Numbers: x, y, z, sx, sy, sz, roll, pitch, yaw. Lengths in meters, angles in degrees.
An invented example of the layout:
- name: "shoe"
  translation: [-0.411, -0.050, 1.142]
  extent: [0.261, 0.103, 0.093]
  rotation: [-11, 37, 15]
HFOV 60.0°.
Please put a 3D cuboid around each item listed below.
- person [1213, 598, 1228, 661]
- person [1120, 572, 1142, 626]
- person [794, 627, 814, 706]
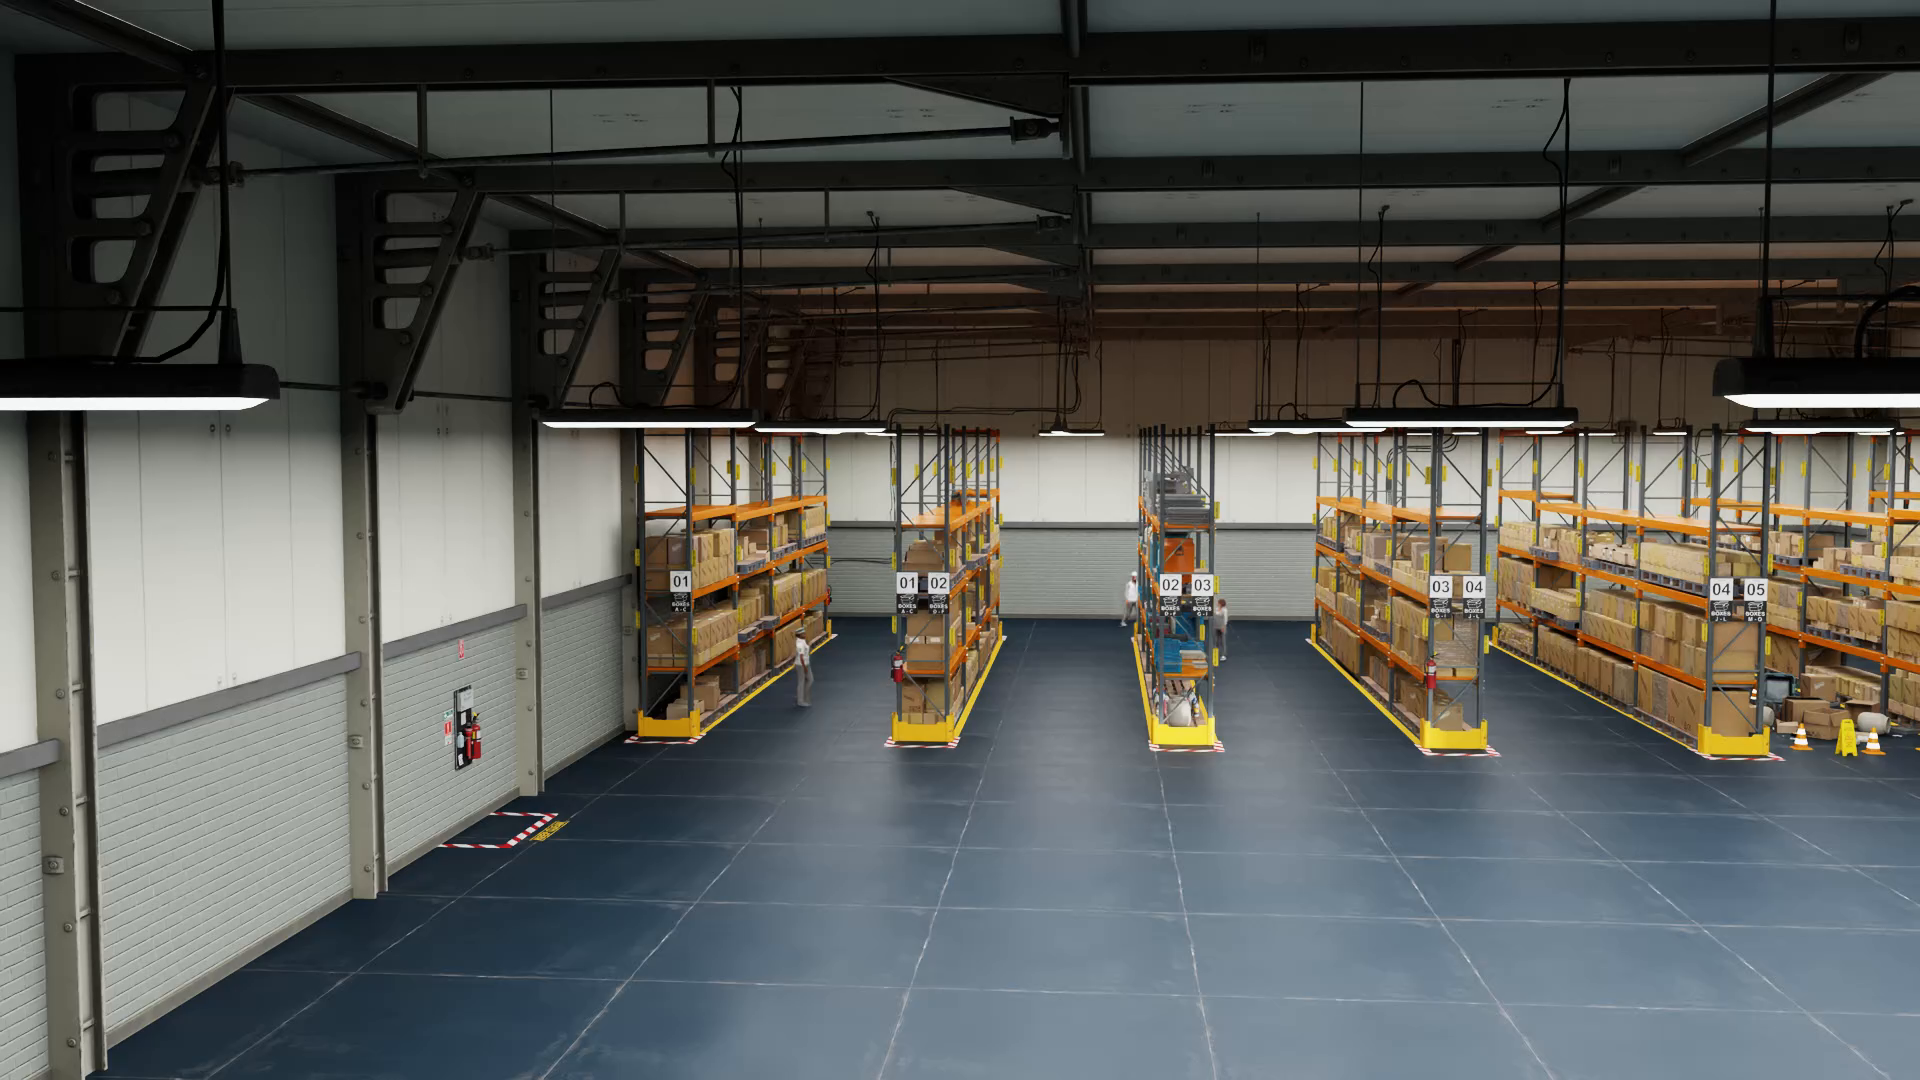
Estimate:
- name: "person"
  translation: [6.754, 2.312, 43.095]
  extent: [0.434, 1.612, 0.383]
  rotation: [3, 4, 37]
- name: "person"
  translation: [5.272, 1.823, 50.088]
  extent: [0.672, 1.733, 1.036]
  rotation: [-2, 4, -29]
- name: "person"
  translation: [-3.370, 2.732, 35.707]
  extent: [0.383, 1.748, 0.472]
  rotation: [1, 4, 14]
